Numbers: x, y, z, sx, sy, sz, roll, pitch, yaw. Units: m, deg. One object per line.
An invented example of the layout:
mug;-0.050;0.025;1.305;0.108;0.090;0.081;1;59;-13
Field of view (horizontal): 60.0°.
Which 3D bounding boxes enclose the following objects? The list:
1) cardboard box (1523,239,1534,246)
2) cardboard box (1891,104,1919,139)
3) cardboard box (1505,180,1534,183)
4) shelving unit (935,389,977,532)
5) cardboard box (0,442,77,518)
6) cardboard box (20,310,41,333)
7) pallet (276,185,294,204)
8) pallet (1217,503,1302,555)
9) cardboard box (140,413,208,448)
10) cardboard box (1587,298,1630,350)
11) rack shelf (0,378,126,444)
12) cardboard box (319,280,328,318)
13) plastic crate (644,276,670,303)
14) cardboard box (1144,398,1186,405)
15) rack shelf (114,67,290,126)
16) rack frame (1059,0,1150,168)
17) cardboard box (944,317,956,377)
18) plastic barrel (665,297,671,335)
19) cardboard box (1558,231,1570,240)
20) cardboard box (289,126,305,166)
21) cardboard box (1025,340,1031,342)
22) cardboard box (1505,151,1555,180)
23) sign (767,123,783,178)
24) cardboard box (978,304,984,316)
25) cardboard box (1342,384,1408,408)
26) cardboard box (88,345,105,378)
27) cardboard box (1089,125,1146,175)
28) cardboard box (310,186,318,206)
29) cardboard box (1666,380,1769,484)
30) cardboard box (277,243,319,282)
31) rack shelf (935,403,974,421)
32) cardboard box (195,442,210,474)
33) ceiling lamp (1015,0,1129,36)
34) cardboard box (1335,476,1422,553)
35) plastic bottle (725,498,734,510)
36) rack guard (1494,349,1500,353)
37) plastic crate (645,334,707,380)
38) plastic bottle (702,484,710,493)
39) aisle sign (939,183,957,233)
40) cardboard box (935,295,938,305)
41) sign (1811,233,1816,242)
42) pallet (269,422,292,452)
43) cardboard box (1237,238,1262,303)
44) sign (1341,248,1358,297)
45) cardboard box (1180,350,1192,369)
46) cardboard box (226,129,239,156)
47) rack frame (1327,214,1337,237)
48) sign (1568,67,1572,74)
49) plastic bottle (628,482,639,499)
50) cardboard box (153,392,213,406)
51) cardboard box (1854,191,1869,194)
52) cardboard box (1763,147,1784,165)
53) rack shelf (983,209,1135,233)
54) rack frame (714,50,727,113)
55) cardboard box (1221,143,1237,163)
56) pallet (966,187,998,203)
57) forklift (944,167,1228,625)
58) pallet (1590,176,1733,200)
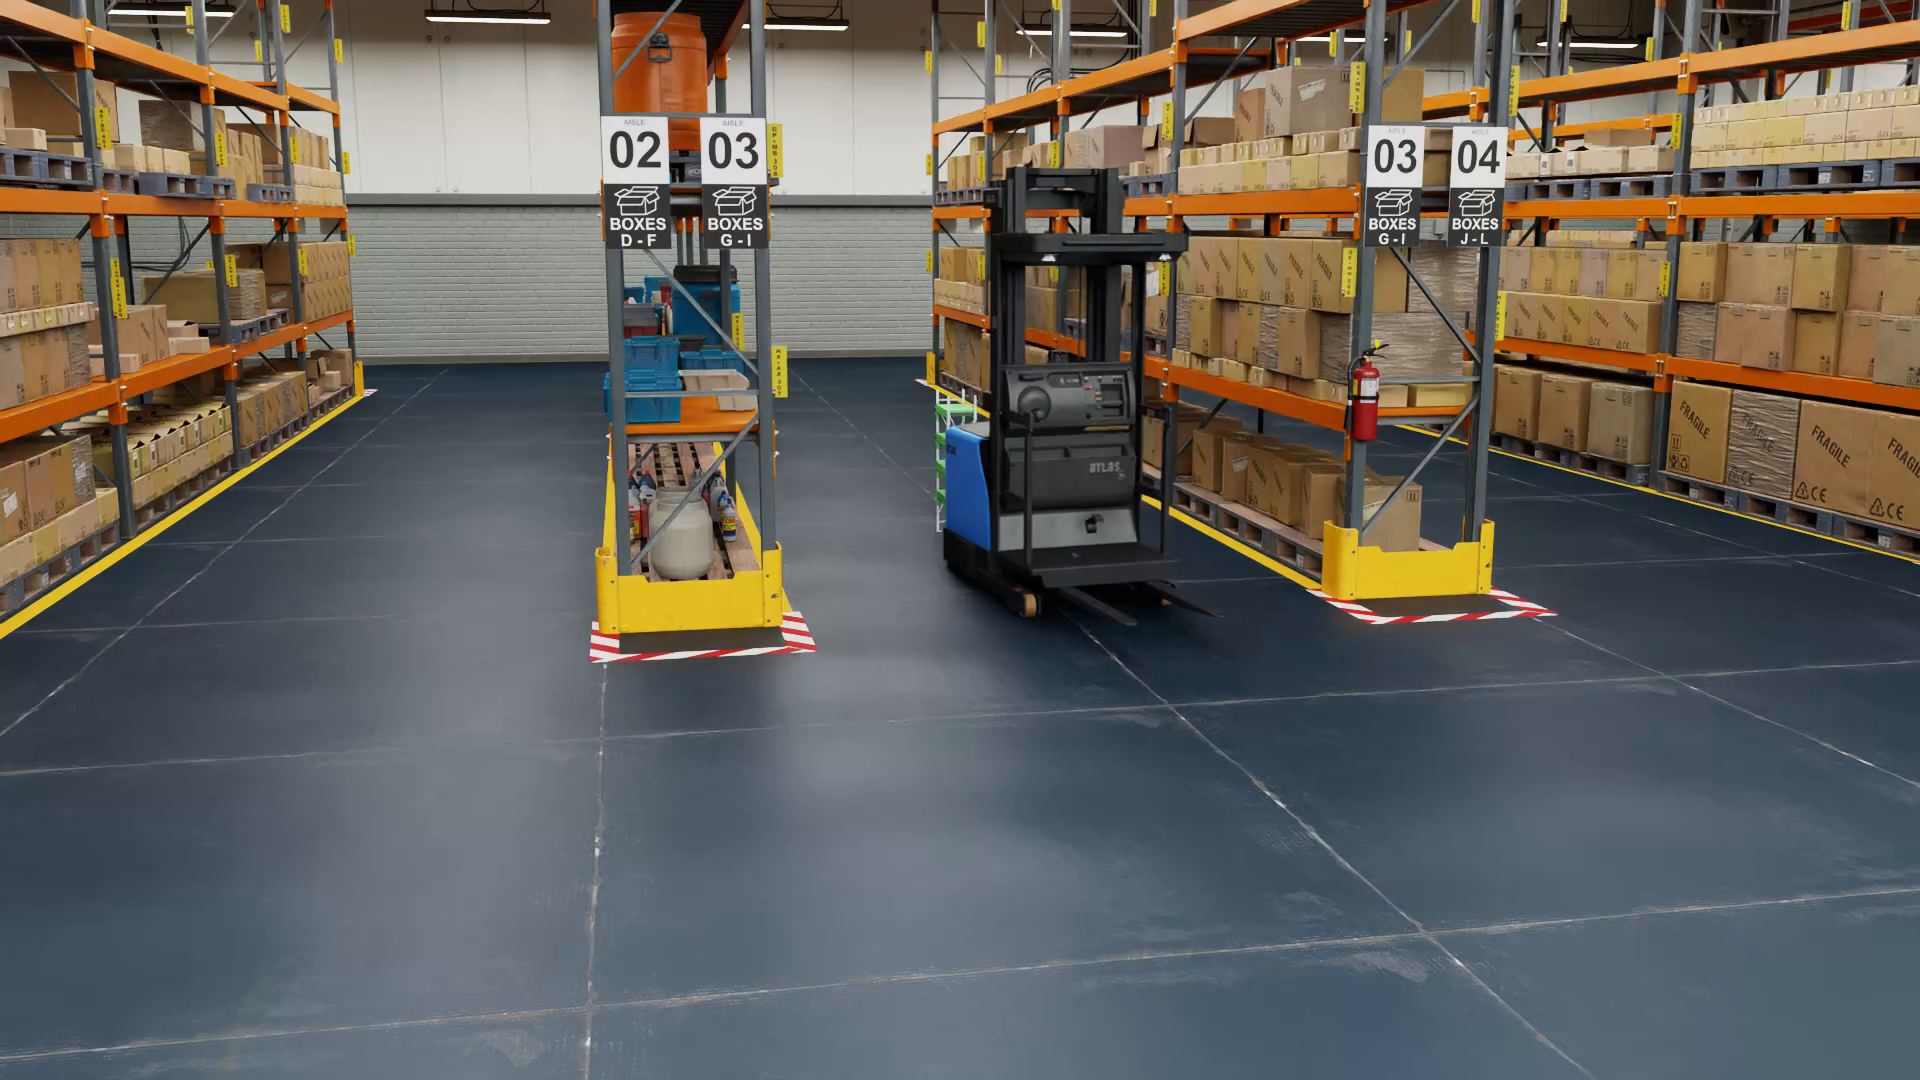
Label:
cardboard box;9.701;-4.736;27.617;0.500;0.500;0.500;-2;11;-13
cardboard box;7.590;-3.229;12.830;0.500;0.250;0.500;-2;11;-11
cardboard box;6.649;-4.360;20.292;0.500;0.500;0.500;-2;11;-11
shelving unit;-0.032;-0.620;13.744;0.258;1.200;0.503;-2;11;-11
cardboard box;-6.834;-0.431;12.165;0.500;0.500;0.500;-2;11;-11
cardboard box;-6.817;-1.561;11.872;0.380;0.149;0.250;-2;11;-9
pallet;-8.823;-4.194;20.191;1.213;0.211;1.003;-2;11;-11
pallet;2.799;-0.112;13.718;1.003;0.211;1.213;-2;11;-11
cardboard box;-7.557;-1.058;15.963;0.500;0.311;0.500;-2;11;-11
cardboard box;6.815;-2.217;17.056;0.500;0.500;0.500;-2;11;-12
rack shelf;-6.936;-0.748;11.527;1.077;0.370;4.000;-2;11;-11
cardboard box;-8.911;-3.273;22.605;0.500;0.500;0.500;-2;11;-11
plastic crate;-4.551;-3.841;25.597;0.616;0.435;0.499;-2;11;-11
cardboard box;2.002;-1.222;17.604;0.700;0.500;0.500;-1;11;-6
rack shelf;-8.492;-4.966;18.712;1.077;0.370;4.000;-2;11;-11
rack frame;1.615;-5.508;18.570;1.000;3.000;0.127;-2;11;-11
cardboard box;0.262;-3.077;26.397;0.875;0.875;0.875;-2;11;-11
plastic barrel;-2.834;-2.255;17.223;0.421;0.512;0.421;0;11;0
cardboard box;9.837;-4.887;26.672;0.380;0.149;0.250;-2;11;-12
cardboard box;-8.971;-5.134;21.683;0.700;0.500;0.500;-2;11;-11
cardboard box;1.155;-2.177;21.671;1.225;0.875;0.875;-3;11;-13
cardboard box;6.424;-4.267;18.921;0.500;0.311;0.500;-2;11;-11
sign;-1.147;-2.411;10.295;0.100;0.325;0.005;-2;11;-11
cardboard box;0.456;-3.215;23.240;0.380;0.149;0.250;-2;11;-11
cardboard box;2.913;-1.015;11.680;0.380;0.149;0.250;-2;11;-11
cardboard box;-7.464;-1.483;13.867;0.500;0.250;0.500;-1;11;-7
cardboard box;1.653;-4.049;17.319;0.500;0.500;0.500;-2;11;-13
cardboard box;-8.922;-4.617;22.310;0.500;0.250;0.500;-2;11;-11
cardboard box;7.331;-1.034;15.666;0.875;0.875;0.875;-2;11;-10
cardboard box;-8.798;-3.667;21.998;0.500;0.500;0.500;-2;11;-13
rack shelf;-0.032;-1.029;13.666;0.258;0.148;0.480;-2;11;-11
cardboard box;-7.563;-0.783;16.018;0.500;0.250;0.500;-2;11;-10
ceiling lamp;2.024;-10.428;28.804;2.000;3.185;0.800;-2;11;-11
cardboard box;3.065;-0.187;12.221;0.500;0.500;0.500;0;11;0
plastic bottle;-1.761;-0.182;12.717;0.061;0.283;0.133;-2;11;-10
rack guard;9.775;-3.165;28.990;1.175;0.500;0.348;-2;11;-11
plastic crate;-2.489;-1.516;13.807;0.767;0.338;0.504;-2;11;-11
plastic bottle;-2.053;-0.319;13.437;0.061;0.283;0.133;-2;11;-11
aisle sign;-0.250;-5.308;26.608;0.394;0.787;0.004;-2;11;-11
cardboard box;-0.196;-3.828;26.458;0.380;0.149;0.250;-2;11;-10
sign;15.196;-5.311;29.634;0.100;0.325;0.005;-2;11;-11
pallet;-8.445;-1.193;19.402;1.003;0.211;1.213;-2;11;-11
cardboard box;2.534;-2.148;13.220;0.500;0.500;0.500;-2;11;-11
sign;2.622;-1.802;11.197;0.100;0.325;0.005;-2;11;-11
cardboard box;2.175;-1.607;14.792;0.380;0.149;0.250;-2;11;-11
cardboard box;-8.593;-4.374;18.973;0.600;0.600;0.600;-3;11;-13
rack frame;5.721;-3.457;23.835;1.000;3.000;0.127;-2;11;-11
sign;10.314;-7.851;28.167;0.100;0.325;0.005;-2;11;-11
plastic bottle;-2.597;-0.287;13.088;0.144;0.351;0.185;-2;11;-11
cardboard box;-8.515;-1.353;18.290;0.500;0.500;0.500;-2;11;-9
cardboard box;11.230;-4.208;20.431;0.380;0.149;0.250;-2;11;-11
cardboard box;7.215;-3.329;14.425;0.380;0.149;0.250;-2;11;-12
rack shelf;1.226;-4.048;20.845;1.077;0.370;4.000;-2;11;-11
rack frame;-2.466;-4.595;13.769;1.000;3.000;0.127;-2;11;-11
cardboard box;2.360;-3.160;13.590;0.380;0.149;0.250;-2;11;-12
pallet;0.688;-4.875;23.503;1.003;0.211;1.213;-2;11;-11
forklift;0.828;-1.008;11.151;1.130;2.935;3.031;-4;11;-18
pallet;7.051;-3.535;16.738;0.805;0.209;1.217;-3;11;-13
